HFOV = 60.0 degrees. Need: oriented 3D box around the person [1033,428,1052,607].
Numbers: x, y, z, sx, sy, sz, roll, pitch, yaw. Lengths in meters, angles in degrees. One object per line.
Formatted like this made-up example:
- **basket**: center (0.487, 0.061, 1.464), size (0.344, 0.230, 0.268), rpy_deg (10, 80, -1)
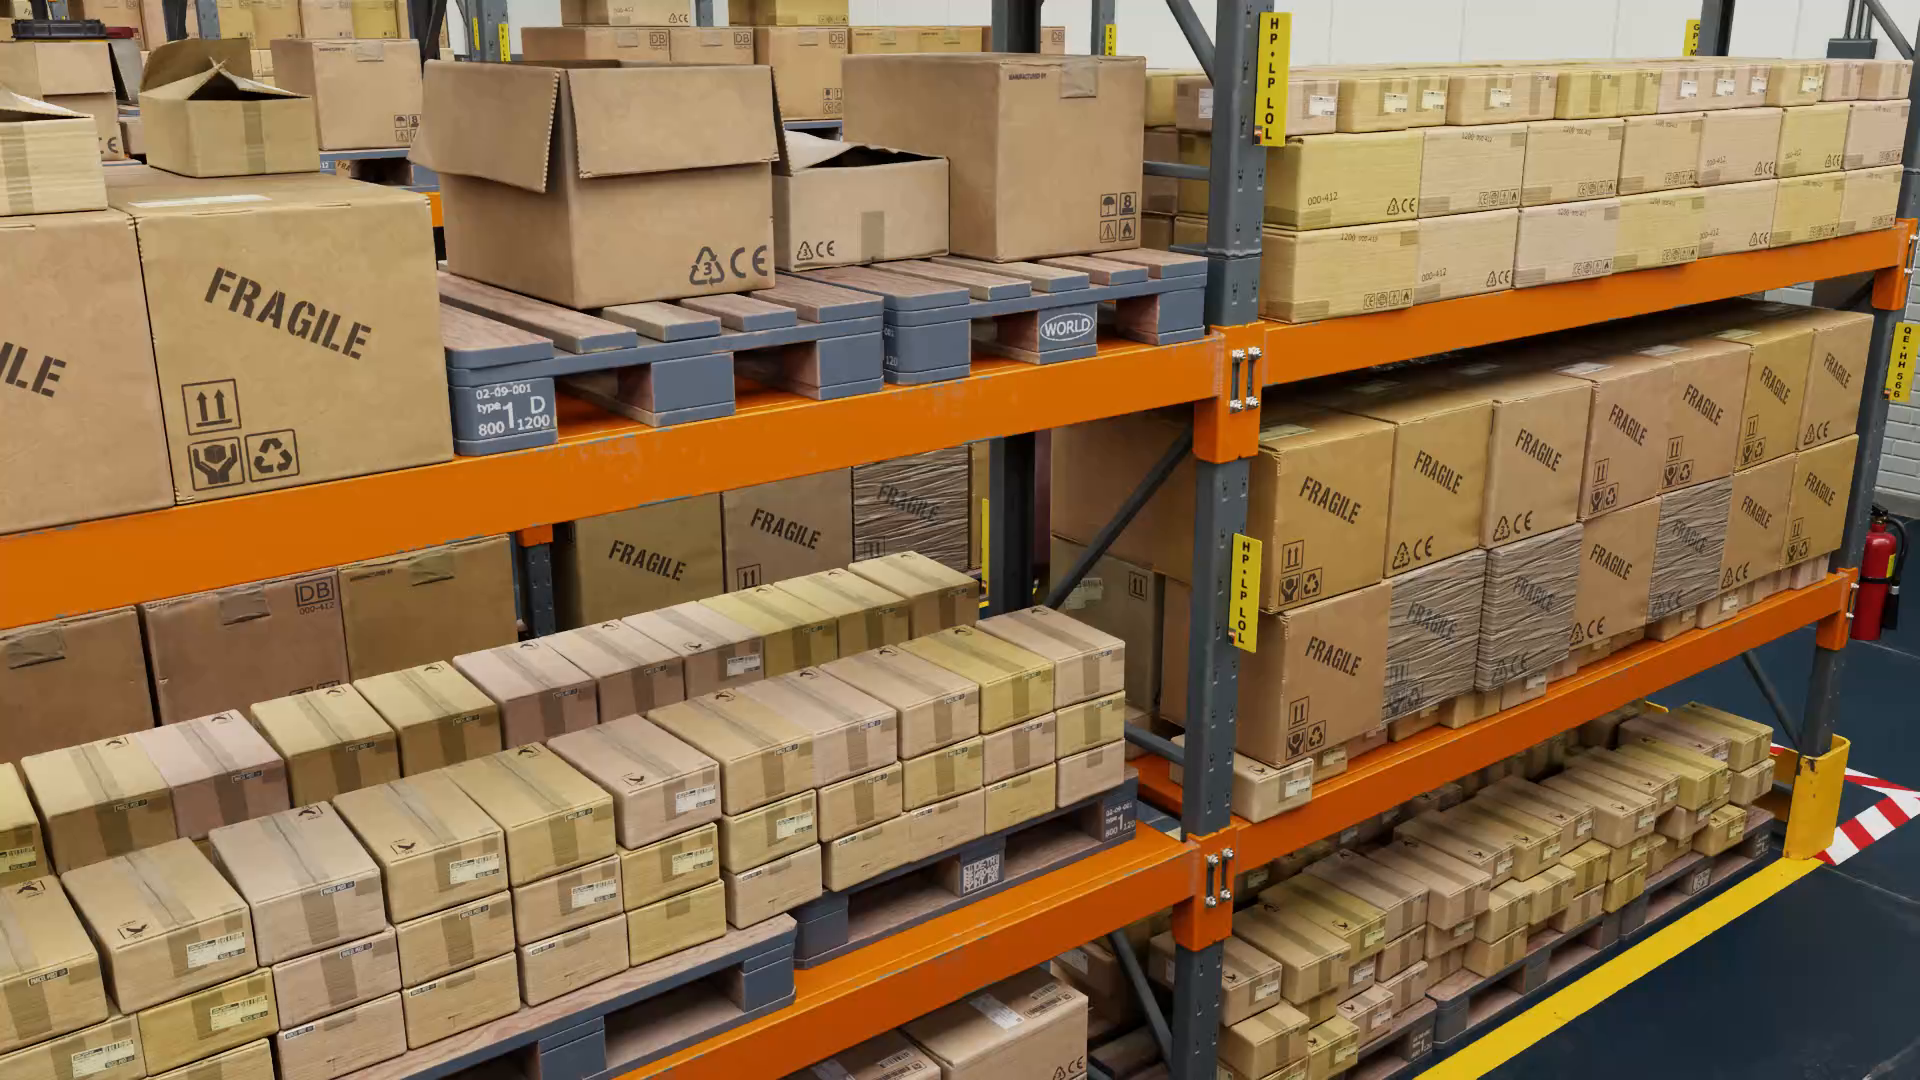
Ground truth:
- **person**: center (0.508, -0.145, 9.607), size (0.605, 1.742, 0.534), rpy_deg (-14, 22, -37)
